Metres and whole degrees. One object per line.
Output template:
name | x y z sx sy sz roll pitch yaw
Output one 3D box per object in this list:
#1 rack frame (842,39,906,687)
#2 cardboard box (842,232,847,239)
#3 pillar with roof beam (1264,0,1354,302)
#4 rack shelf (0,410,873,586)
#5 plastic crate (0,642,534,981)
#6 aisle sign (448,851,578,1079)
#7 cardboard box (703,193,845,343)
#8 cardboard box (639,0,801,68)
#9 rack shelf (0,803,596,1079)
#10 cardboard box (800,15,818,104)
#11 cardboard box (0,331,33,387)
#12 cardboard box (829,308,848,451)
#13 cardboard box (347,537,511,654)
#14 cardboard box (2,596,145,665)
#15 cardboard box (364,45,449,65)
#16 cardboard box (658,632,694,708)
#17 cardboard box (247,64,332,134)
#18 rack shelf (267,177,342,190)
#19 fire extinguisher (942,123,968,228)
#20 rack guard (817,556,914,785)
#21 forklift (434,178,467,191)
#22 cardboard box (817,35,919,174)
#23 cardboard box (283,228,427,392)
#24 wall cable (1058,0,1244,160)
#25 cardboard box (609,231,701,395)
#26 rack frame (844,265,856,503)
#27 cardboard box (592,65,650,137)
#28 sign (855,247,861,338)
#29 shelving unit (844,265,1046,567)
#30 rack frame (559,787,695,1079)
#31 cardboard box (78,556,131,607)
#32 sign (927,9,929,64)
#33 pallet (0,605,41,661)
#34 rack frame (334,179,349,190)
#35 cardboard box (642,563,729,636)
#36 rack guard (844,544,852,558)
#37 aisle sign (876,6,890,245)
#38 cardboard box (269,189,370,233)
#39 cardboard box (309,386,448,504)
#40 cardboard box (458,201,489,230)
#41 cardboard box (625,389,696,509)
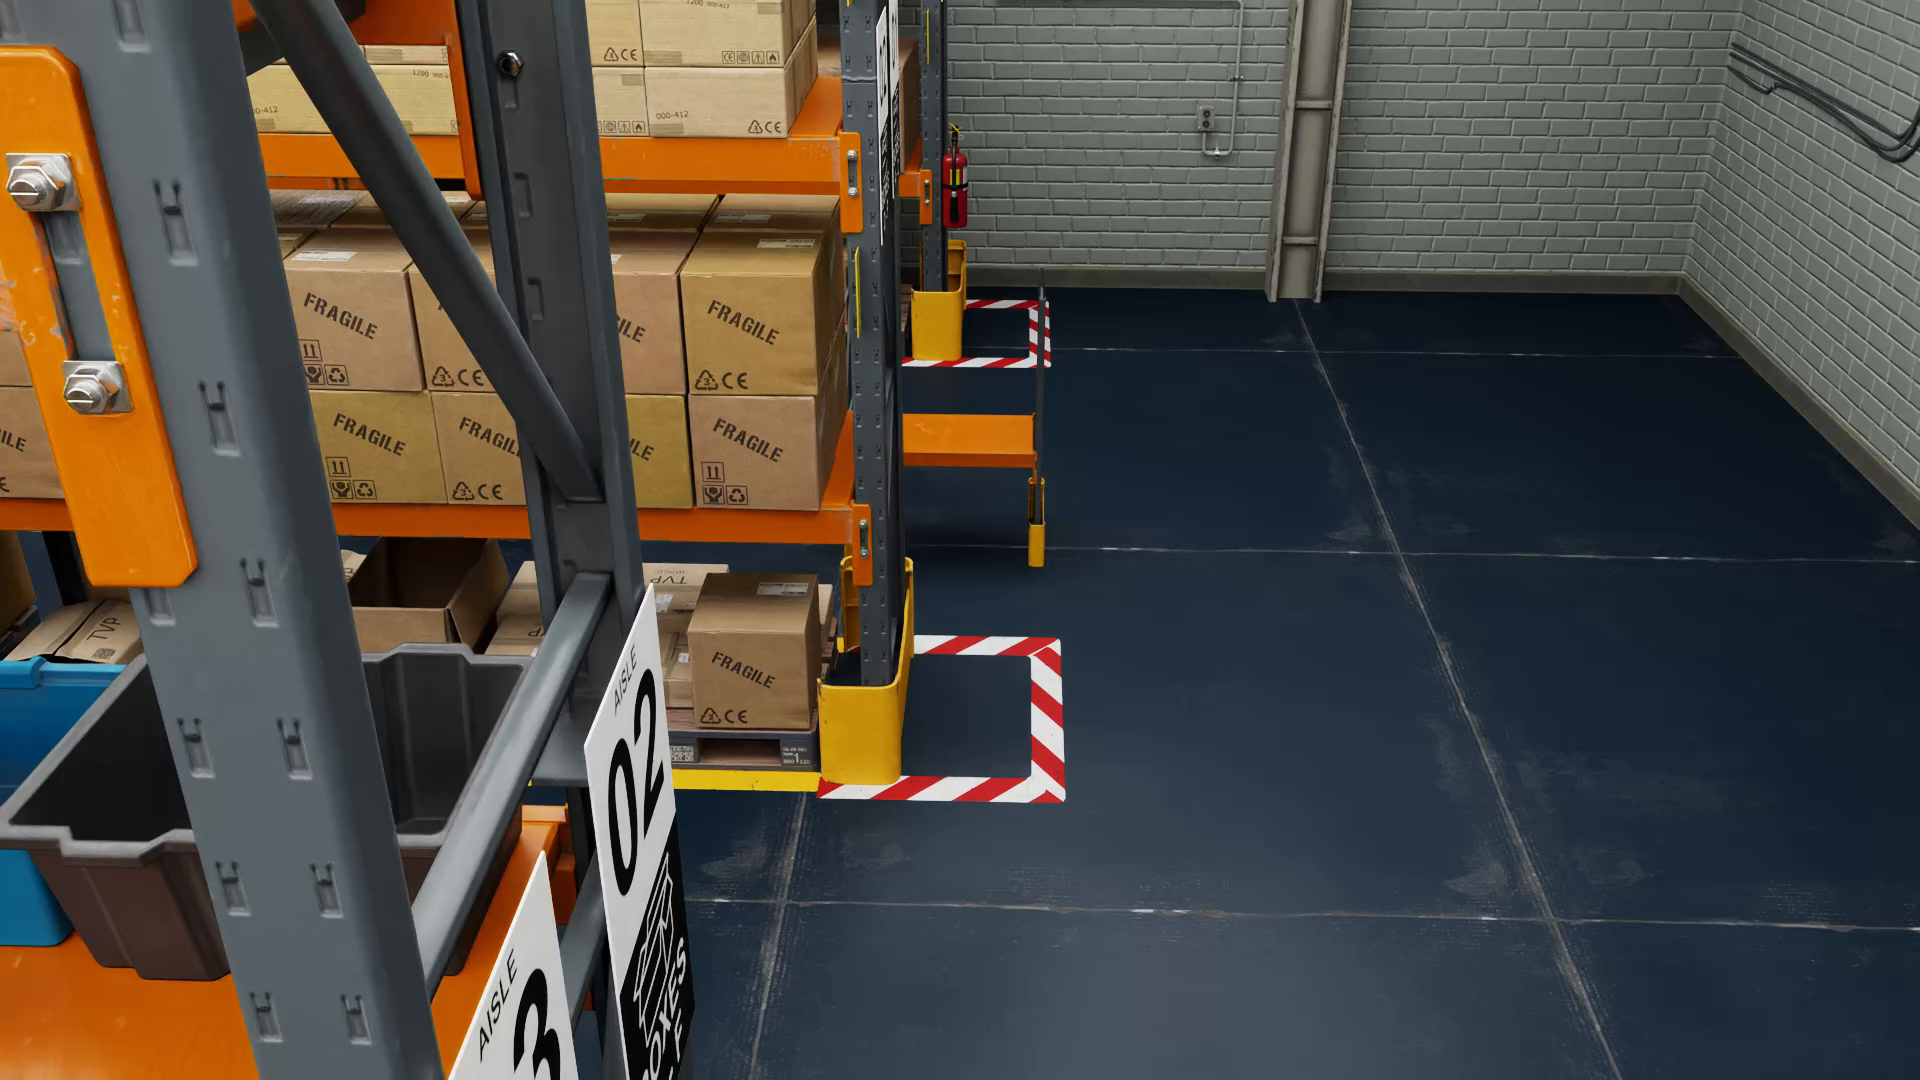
rack frame | -0.341 -0.532 7.051 0.127 3.000 1.000 1 28 2
cardboard box | -0.741 -2.275 11.867 0.250 0.149 0.380 1 28 2
pillar with roof beam | 2.407 -3.847 6.899 0.400 9.000 9.100 1 28 2
rack shelf | -2.339 -0.247 7.282 4.000 0.370 1.077 1 28 2
plastic crate | -0.894 0.382 2.264 0.590 0.269 0.497 1 28 2
aisle sign | -0.458 0.776 1.808 0.004 0.787 0.394 1 28 2
cardboard box | -0.775 -1.149 7.040 0.500 0.500 0.500 2 28 3
cardboard box | -0.863 -1.901 6.058 0.500 0.250 0.500 1 28 2
rack shelf | -2.518 0.746 2.206 4.000 0.370 1.077 1 28 2
cardboard box | -0.845 -1.919 6.624 0.500 0.250 0.500 1 28 2
cardboard box | -3.877 -0.945 6.655 0.500 0.500 0.500 2 28 3
cardboard box | -0.775 -0.707 7.275 0.500 0.500 0.500 2 28 3
cardboard box | -2.460 0.339 7.604 0.637 0.503 0.797 1 28 2
cardboard box | -3.926 0.503 7.499 0.500 0.311 0.500 1 28 2
cardboard box | -1.862 -1.919 6.092 0.500 0.250 0.500 1 28 2
cardboard box | -1.294 0.583 7.503 0.250 0.166 0.380 1 28 2
cardboard box | -2.362 -1.708 6.226 0.500 0.250 0.500 1 28 2
rack shelf | -6.166 -2.632 11.781 4.000 0.370 1.077 1 28 2
fire extinguisher | -0.035 -2.433 11.119 0.183 0.674 0.296 1 28 2
rack guard | -0.417 0.571 7.639 0.348 0.500 1.175 1 28 2
forklift | -3.044 -1.699 9.326 3.031 2.935 1.130 8 29 15
cardboard box | -0.680 -2.987 11.362 0.700 0.700 0.980 2 28 4
cardboard box | -2.332 -0.920 6.608 0.500 0.500 0.500 2 28 3
wall cable | 1.143 -3.721 11.983 1.851 1.984 0.084 1 28 2
cardboard box | -1.300 -0.905 6.580 0.500 0.500 0.500 2 28 3
rack frame | -0.593 -0.672 8.917 0.032 1.500 0.500 1 28 2
cardboard box | -1.363 -1.690 6.192 0.500 0.250 0.500 1 28 2
sign | -0.380 -0.924 6.217 0.005 0.325 0.100 1 28 2
shelving unit | -0.076 -0.664 8.901 1.083 1.500 0.587 1 28 2
rack frame | -0.519 1.786 2.678 0.127 3.000 1.000 1 28 2
cardboard box | -3.759 0.188 7.891 0.500 0.500 0.500 1 28 2
sign | -0.203 -3.213 10.620 0.005 0.325 0.100 1 28 2
pallet | -5.152 0.638 7.821 1.213 0.211 1.003 1 28 2
rack frame | -4.167 -2.917 11.550 0.127 3.000 1.000 1 28 2
cardboard box | -1.374 0.338 7.875 0.500 0.250 0.500 1 28 2
rack guard | -0.574 -0.120 9.209 0.087 0.250 0.587 1 28 2
aisle sign | -0.283 -1.536 6.170 0.004 0.787 0.394 1 28 2
cardboard box | -2.808 -1.181 7.102 0.500 0.500 0.500 1 28 2
cardboard box | -2.318 -0.482 6.851 0.500 0.500 0.500 1 28 1
cardboard box | -1.797 -1.165 7.070 0.500 0.500 0.500 1 28 3
cardboard box | -1.317 -0.463 6.815 0.500 0.500 0.500 1 28 2
